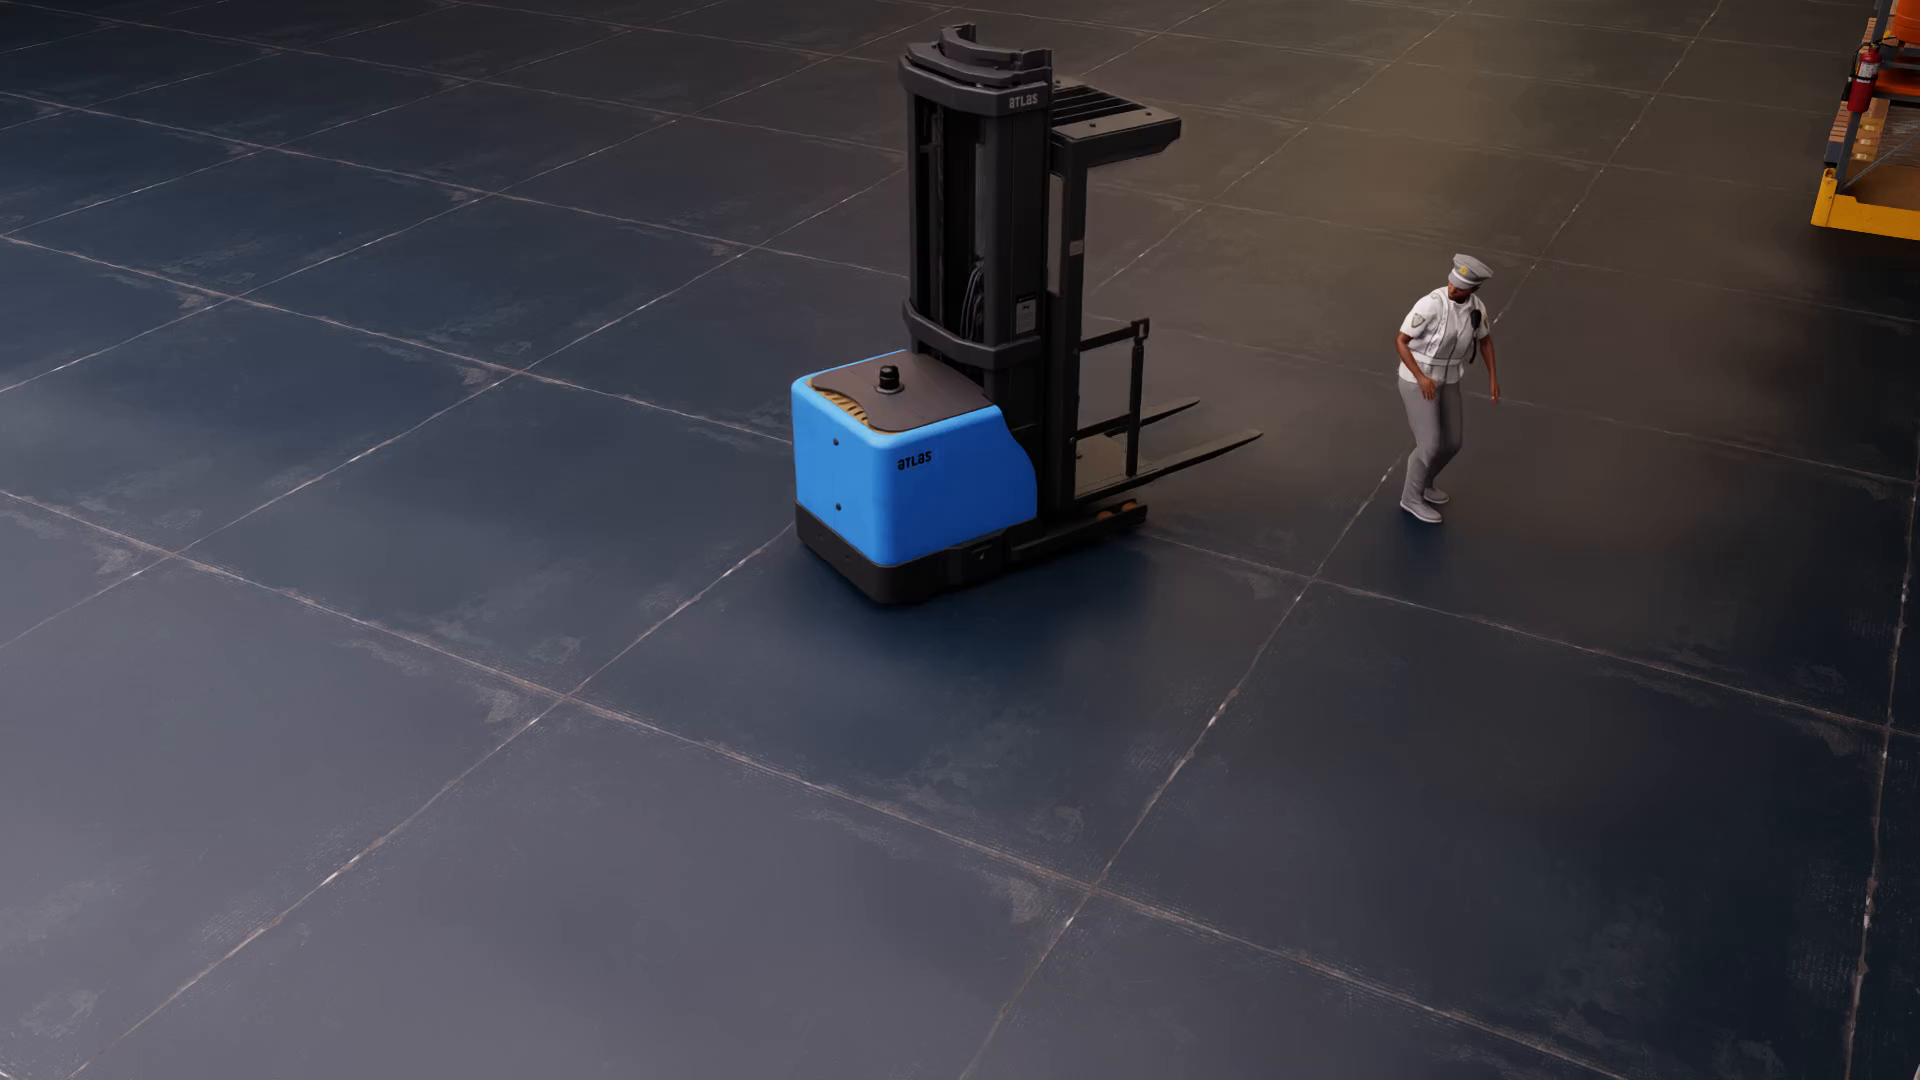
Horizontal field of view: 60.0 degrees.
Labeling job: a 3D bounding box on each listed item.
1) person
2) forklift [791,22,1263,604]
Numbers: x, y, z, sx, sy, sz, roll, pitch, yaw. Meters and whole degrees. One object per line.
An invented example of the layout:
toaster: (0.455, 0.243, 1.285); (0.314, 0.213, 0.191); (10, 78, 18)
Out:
person: (2.920, -0.930, 10.003); (0.662, 1.631, 0.491); (-15, 33, -24)
forklift: (0.525, -1.475, 9.626); (3.031, 2.935, 1.130); (-19, 35, -29)
